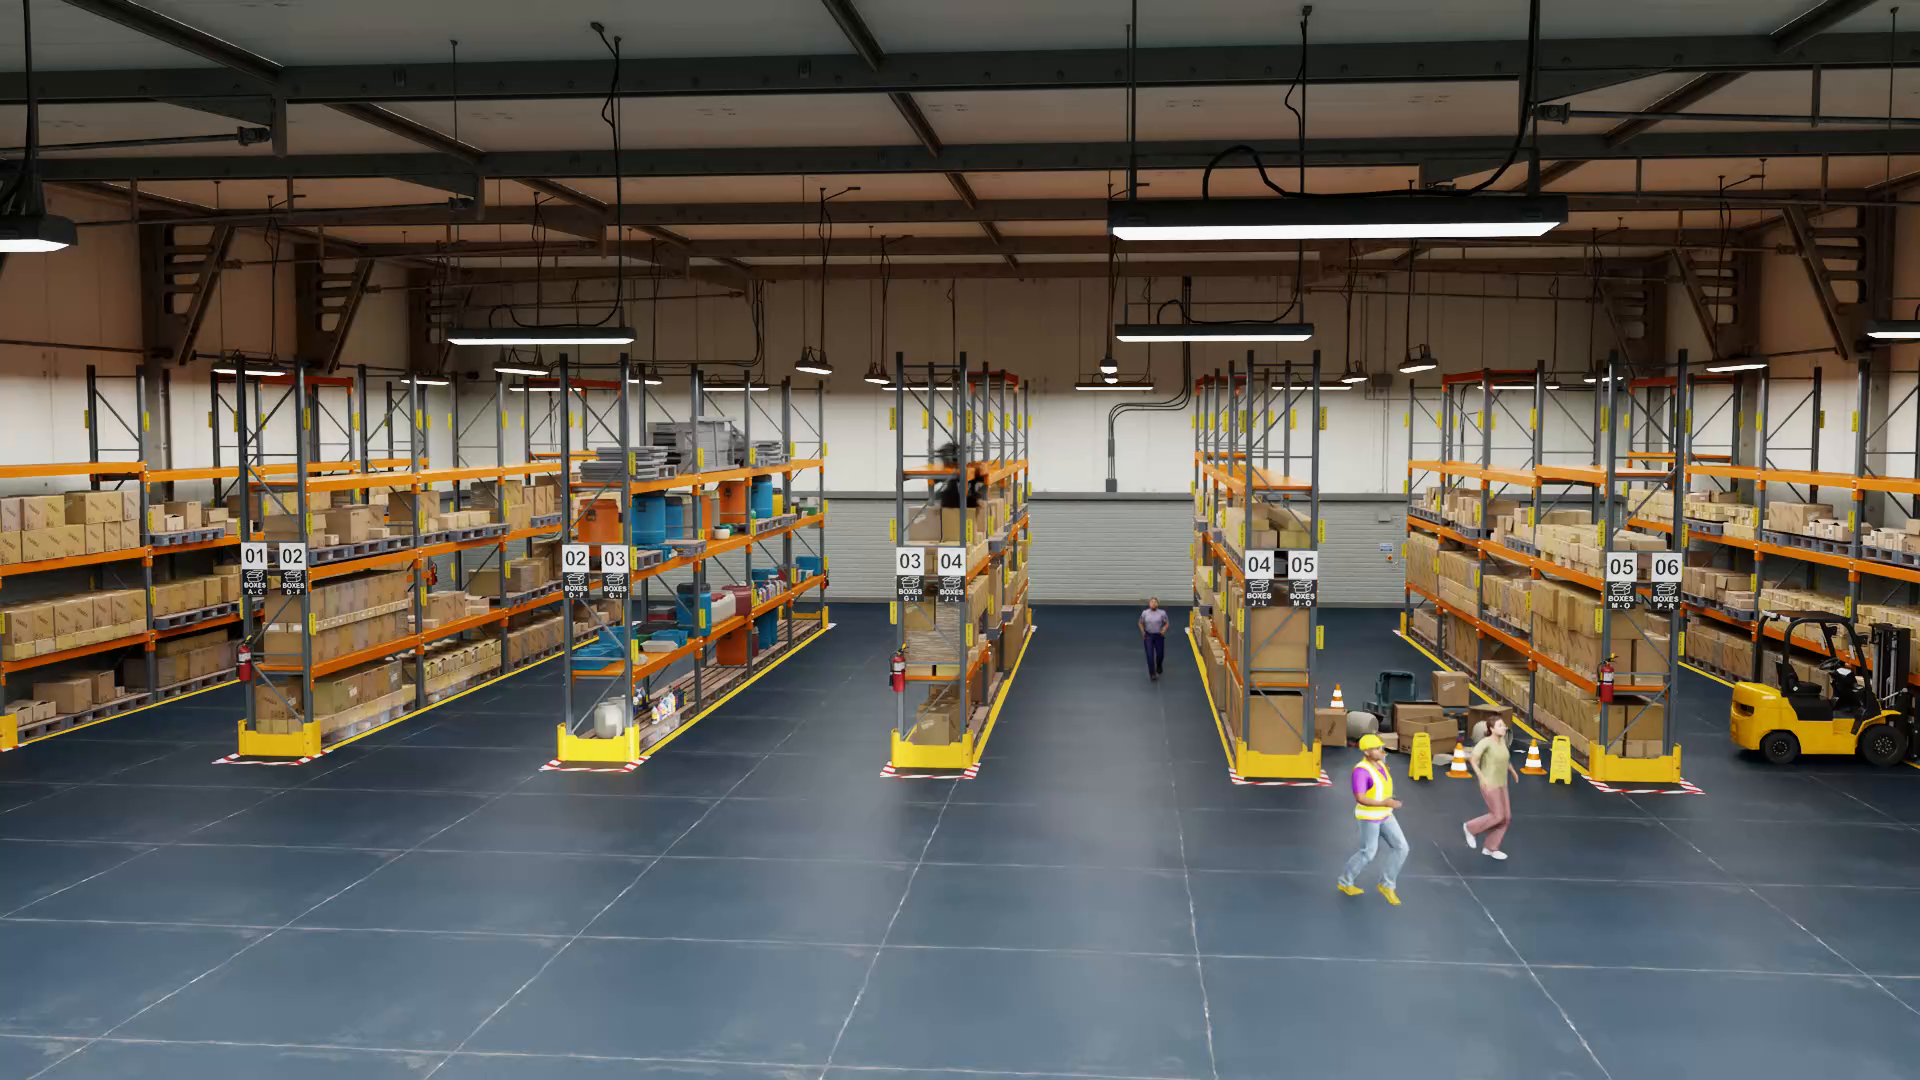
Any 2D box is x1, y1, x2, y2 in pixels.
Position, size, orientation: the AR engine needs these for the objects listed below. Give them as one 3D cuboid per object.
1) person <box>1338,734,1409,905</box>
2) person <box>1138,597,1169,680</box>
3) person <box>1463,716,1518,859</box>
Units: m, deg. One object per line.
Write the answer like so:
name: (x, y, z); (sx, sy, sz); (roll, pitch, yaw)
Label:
person: (4.321, 2.913, 17.343); (0.741, 1.794, 0.707); (4, 6, 44)
person: (3.762, 1.908, 32.318); (0.594, 1.601, 0.537); (1, 4, 8)
person: (6.124, 2.837, 19.196); (0.596, 1.622, 0.544); (-3, 5, -38)
